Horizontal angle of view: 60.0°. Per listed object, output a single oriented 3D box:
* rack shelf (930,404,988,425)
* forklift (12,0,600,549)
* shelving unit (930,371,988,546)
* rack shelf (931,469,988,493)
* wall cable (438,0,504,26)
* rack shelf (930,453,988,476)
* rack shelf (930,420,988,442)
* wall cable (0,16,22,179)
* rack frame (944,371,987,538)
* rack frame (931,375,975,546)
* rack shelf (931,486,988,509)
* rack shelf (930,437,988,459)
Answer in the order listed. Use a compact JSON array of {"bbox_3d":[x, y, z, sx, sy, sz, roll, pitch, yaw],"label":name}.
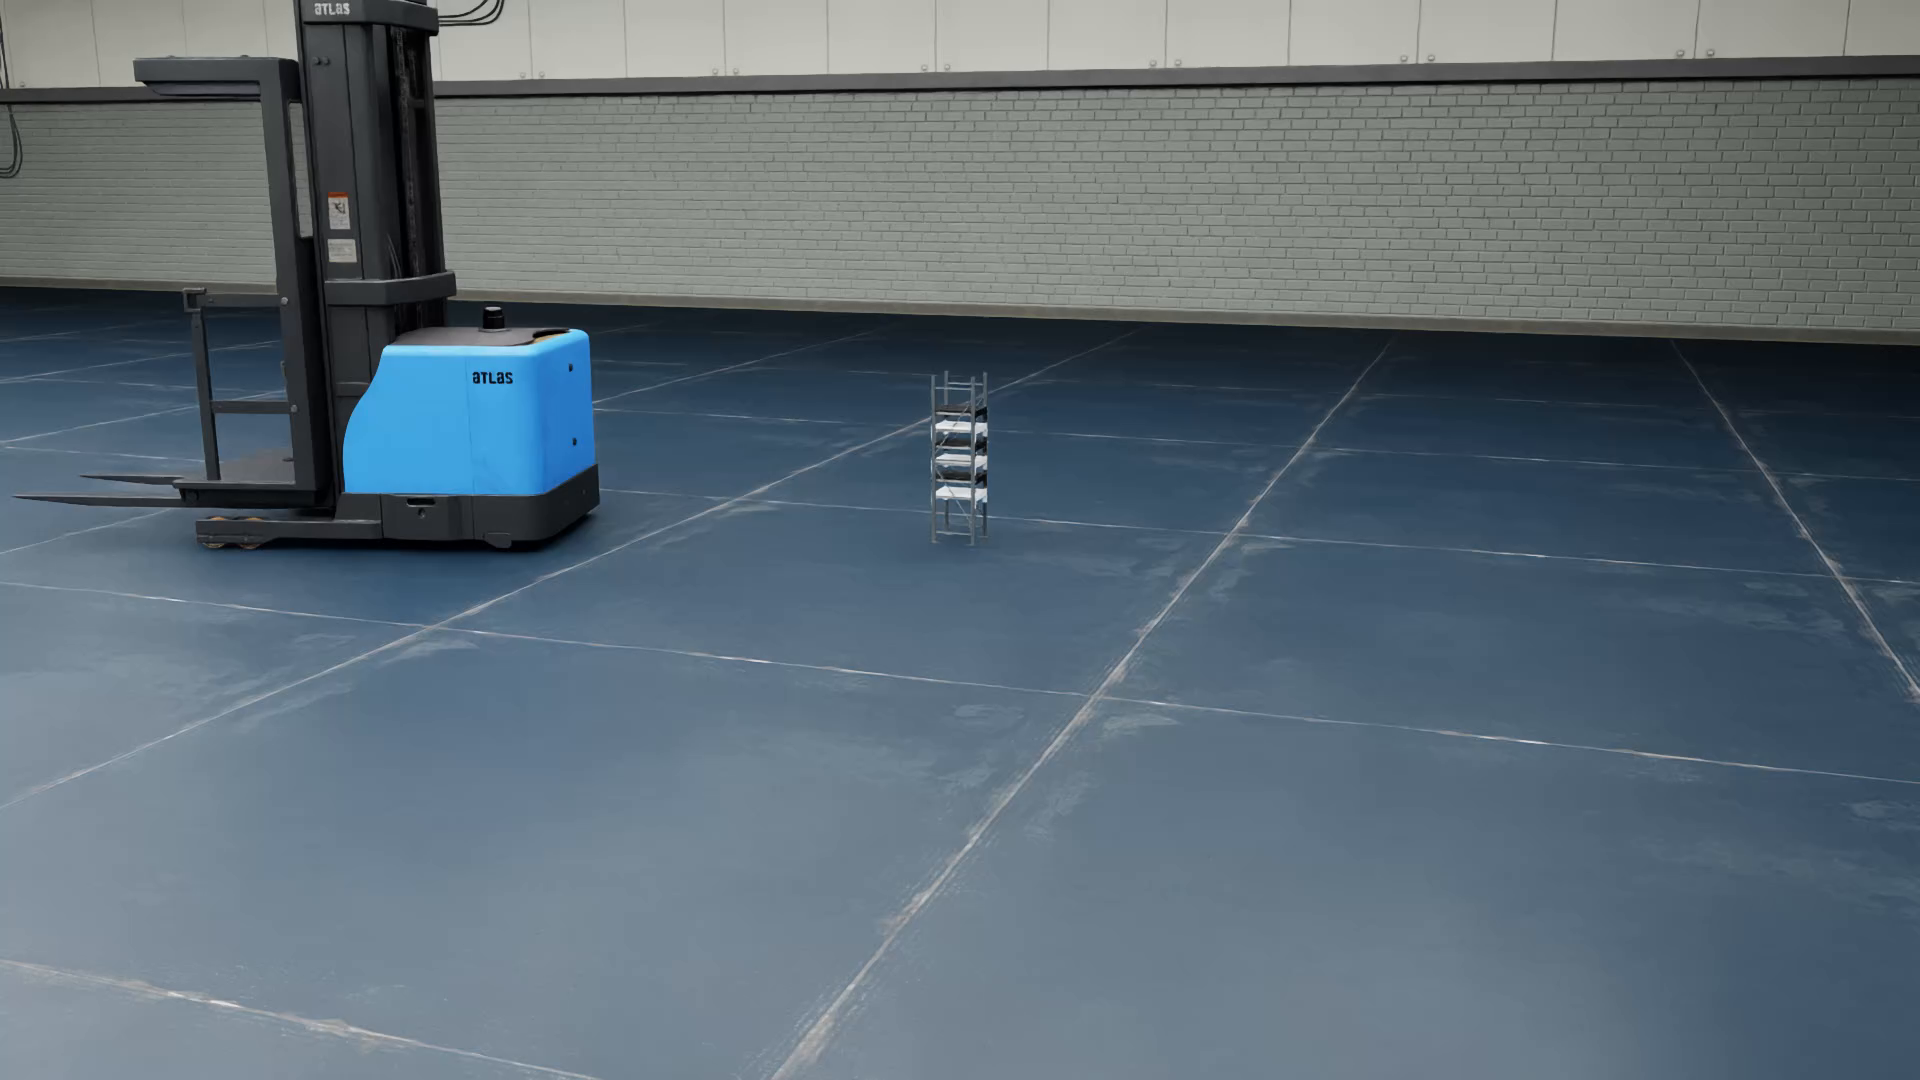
[{"bbox_3d":[-0.003,-0.668,8.828,0.258,0.077,0.200,4,14,18],"label":"rack shelf"},{"bbox_3d":[-3.618,-1.497,8.959,3.031,2.935,1.130,1,13,5],"label":"forklift"},{"bbox_3d":[-0.003,-0.437,8.880,0.258,0.900,0.210,4,14,18],"label":"shelving unit"},{"bbox_3d":[-0.003,-0.317,8.908,0.258,0.077,0.200,4,14,18],"label":"rack shelf"},{"bbox_3d":[-7.430,-9.562,23.016,2.305,6.003,0.169,4,14,18],"label":"wall cable"},{"bbox_3d":[-0.003,-0.405,8.888,0.258,0.077,0.200,4,14,18],"label":"rack shelf"},{"bbox_3d":[-0.003,-0.580,8.848,0.258,0.077,0.200,4,14,18],"label":"rack shelf"},{"bbox_3d":[-16.407,-7.077,26.749,3.097,2.526,0.112,4,14,18],"label":"wall cable"},{"bbox_3d":[0.030,-0.458,8.974,0.240,0.900,0.006,4,14,18],"label":"rack frame"},{"bbox_3d":[-0.036,-0.416,8.787,0.240,0.900,0.006,4,14,18],"label":"rack frame"},{"bbox_3d":[-0.003,-0.229,8.928,0.258,0.077,0.200,4,14,18],"label":"rack shelf"},{"bbox_3d":[-0.003,-0.492,8.868,0.258,0.077,0.200,4,14,18],"label":"rack shelf"}]
